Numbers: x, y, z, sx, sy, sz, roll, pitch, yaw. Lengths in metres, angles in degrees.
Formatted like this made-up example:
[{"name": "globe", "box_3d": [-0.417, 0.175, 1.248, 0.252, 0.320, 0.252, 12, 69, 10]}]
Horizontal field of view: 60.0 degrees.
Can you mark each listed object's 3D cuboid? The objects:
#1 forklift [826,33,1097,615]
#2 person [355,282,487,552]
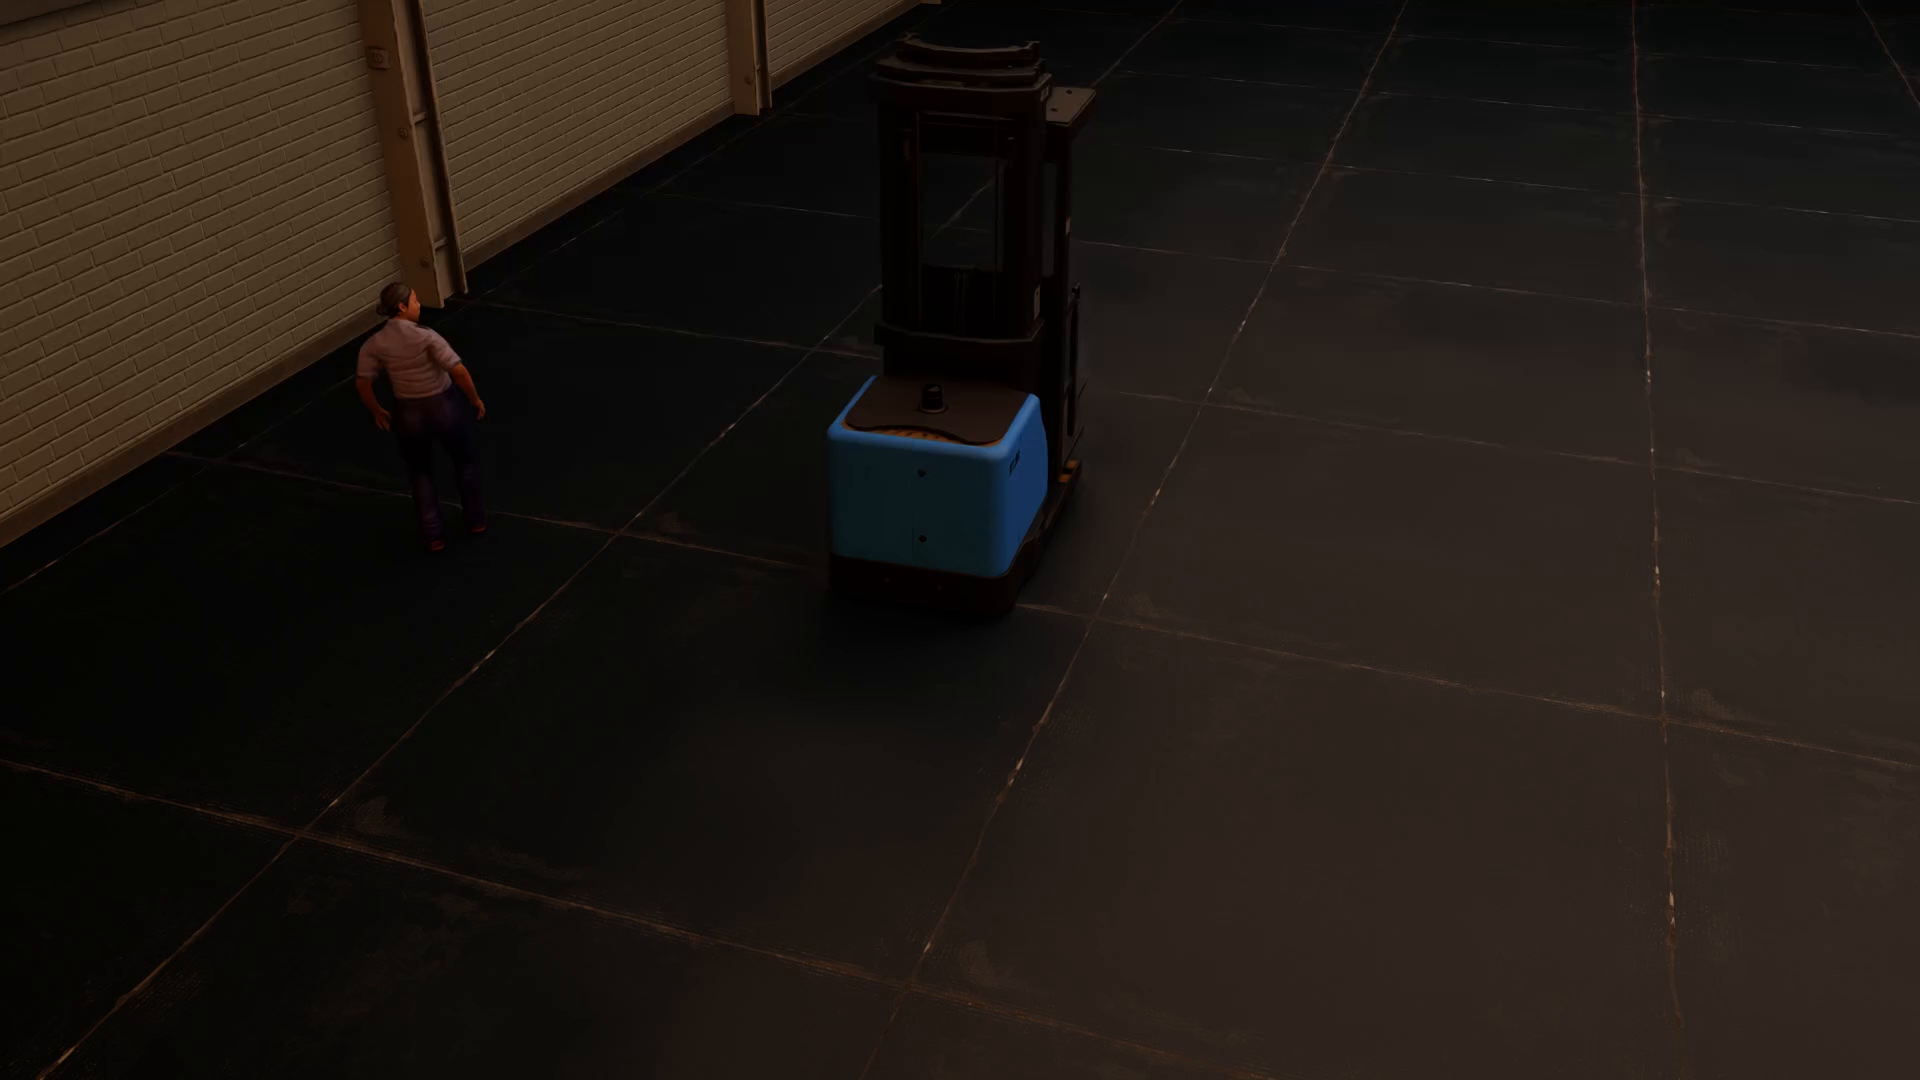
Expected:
[{"name": "forklift", "box_3d": [0.154, -1.572, 9.894, 1.130, 2.935, 3.031, 8, 31, 14]}, {"name": "person", "box_3d": [-3.135, -0.745, 9.759, 0.686, 1.634, 0.489, -5, 30, -8]}]
